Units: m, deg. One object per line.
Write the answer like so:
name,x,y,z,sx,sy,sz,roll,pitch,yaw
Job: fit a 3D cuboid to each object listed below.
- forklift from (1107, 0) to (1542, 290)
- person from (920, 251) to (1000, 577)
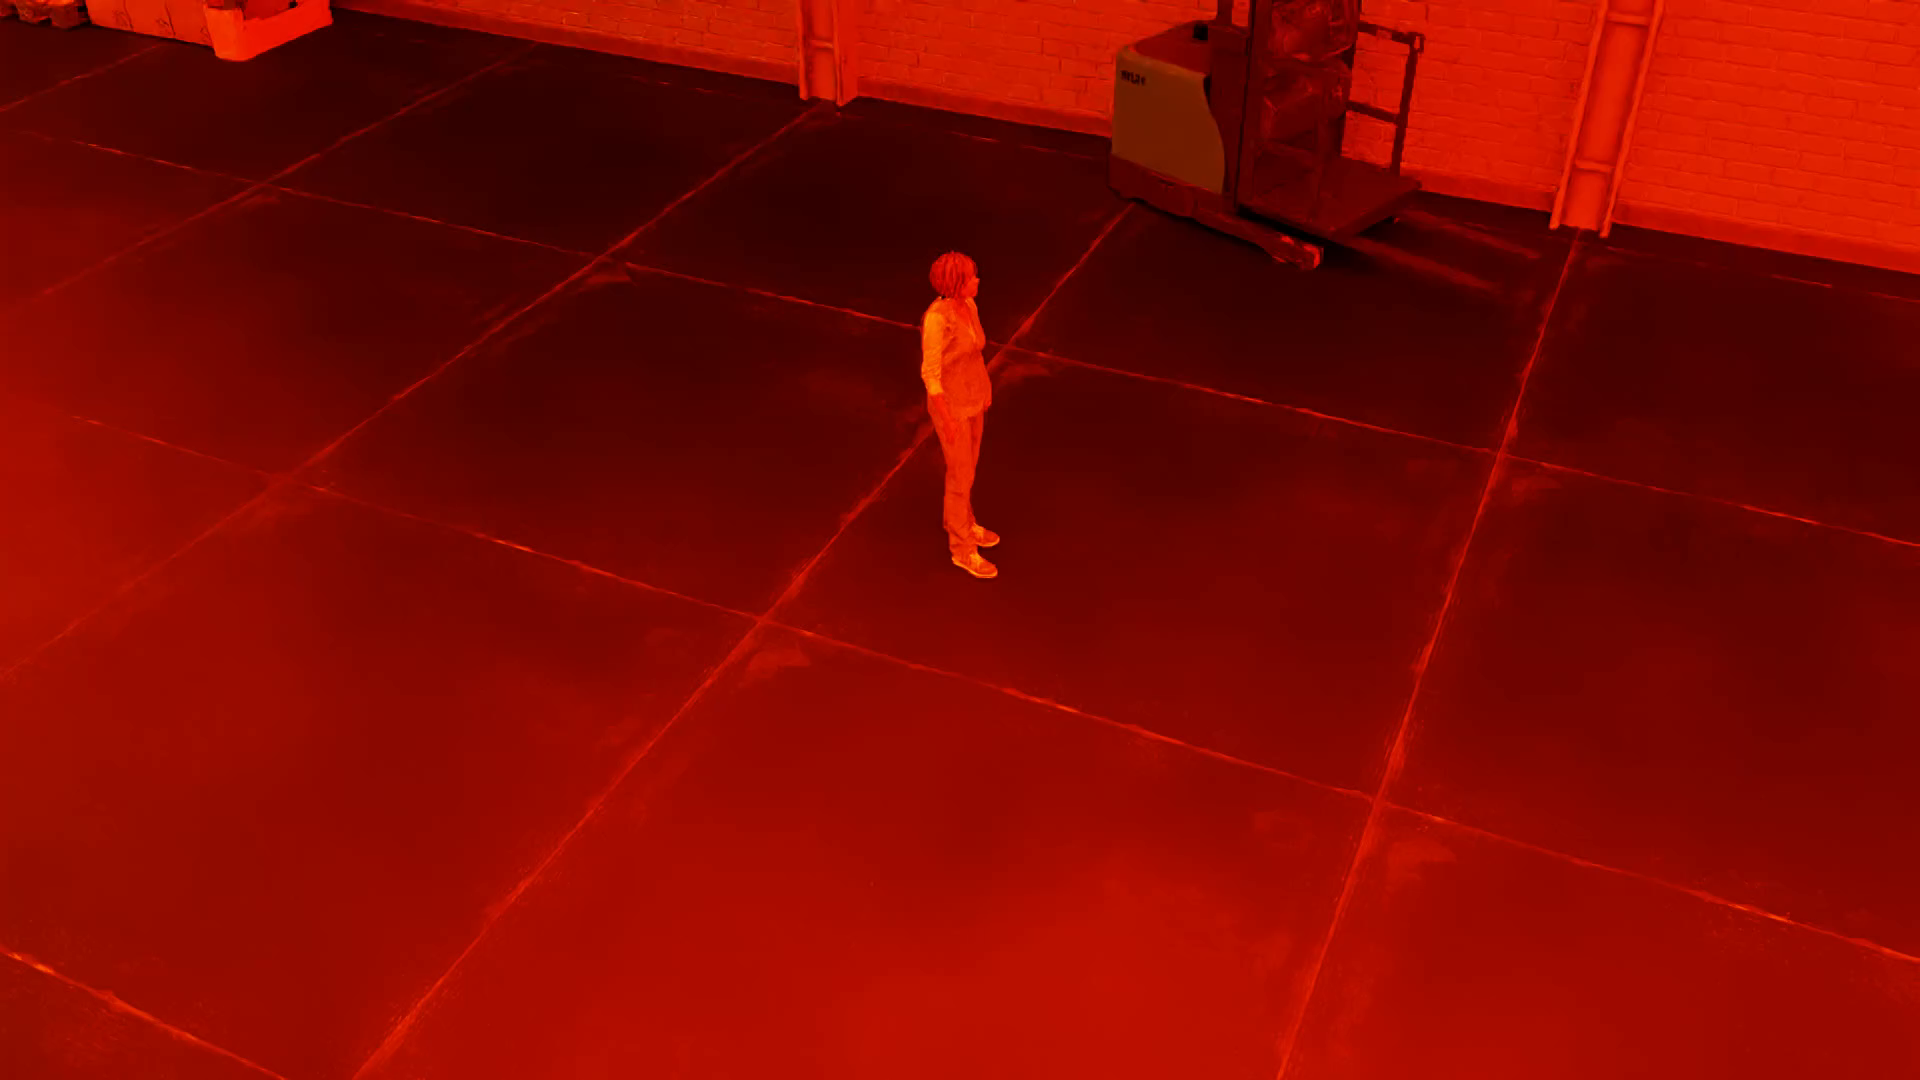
forklift,2.475,-3.337,10.766,3.031,2.935,1.130,30,45,35
person,0.062,-0.631,8.108,0.474,1.597,0.521,15,38,20
